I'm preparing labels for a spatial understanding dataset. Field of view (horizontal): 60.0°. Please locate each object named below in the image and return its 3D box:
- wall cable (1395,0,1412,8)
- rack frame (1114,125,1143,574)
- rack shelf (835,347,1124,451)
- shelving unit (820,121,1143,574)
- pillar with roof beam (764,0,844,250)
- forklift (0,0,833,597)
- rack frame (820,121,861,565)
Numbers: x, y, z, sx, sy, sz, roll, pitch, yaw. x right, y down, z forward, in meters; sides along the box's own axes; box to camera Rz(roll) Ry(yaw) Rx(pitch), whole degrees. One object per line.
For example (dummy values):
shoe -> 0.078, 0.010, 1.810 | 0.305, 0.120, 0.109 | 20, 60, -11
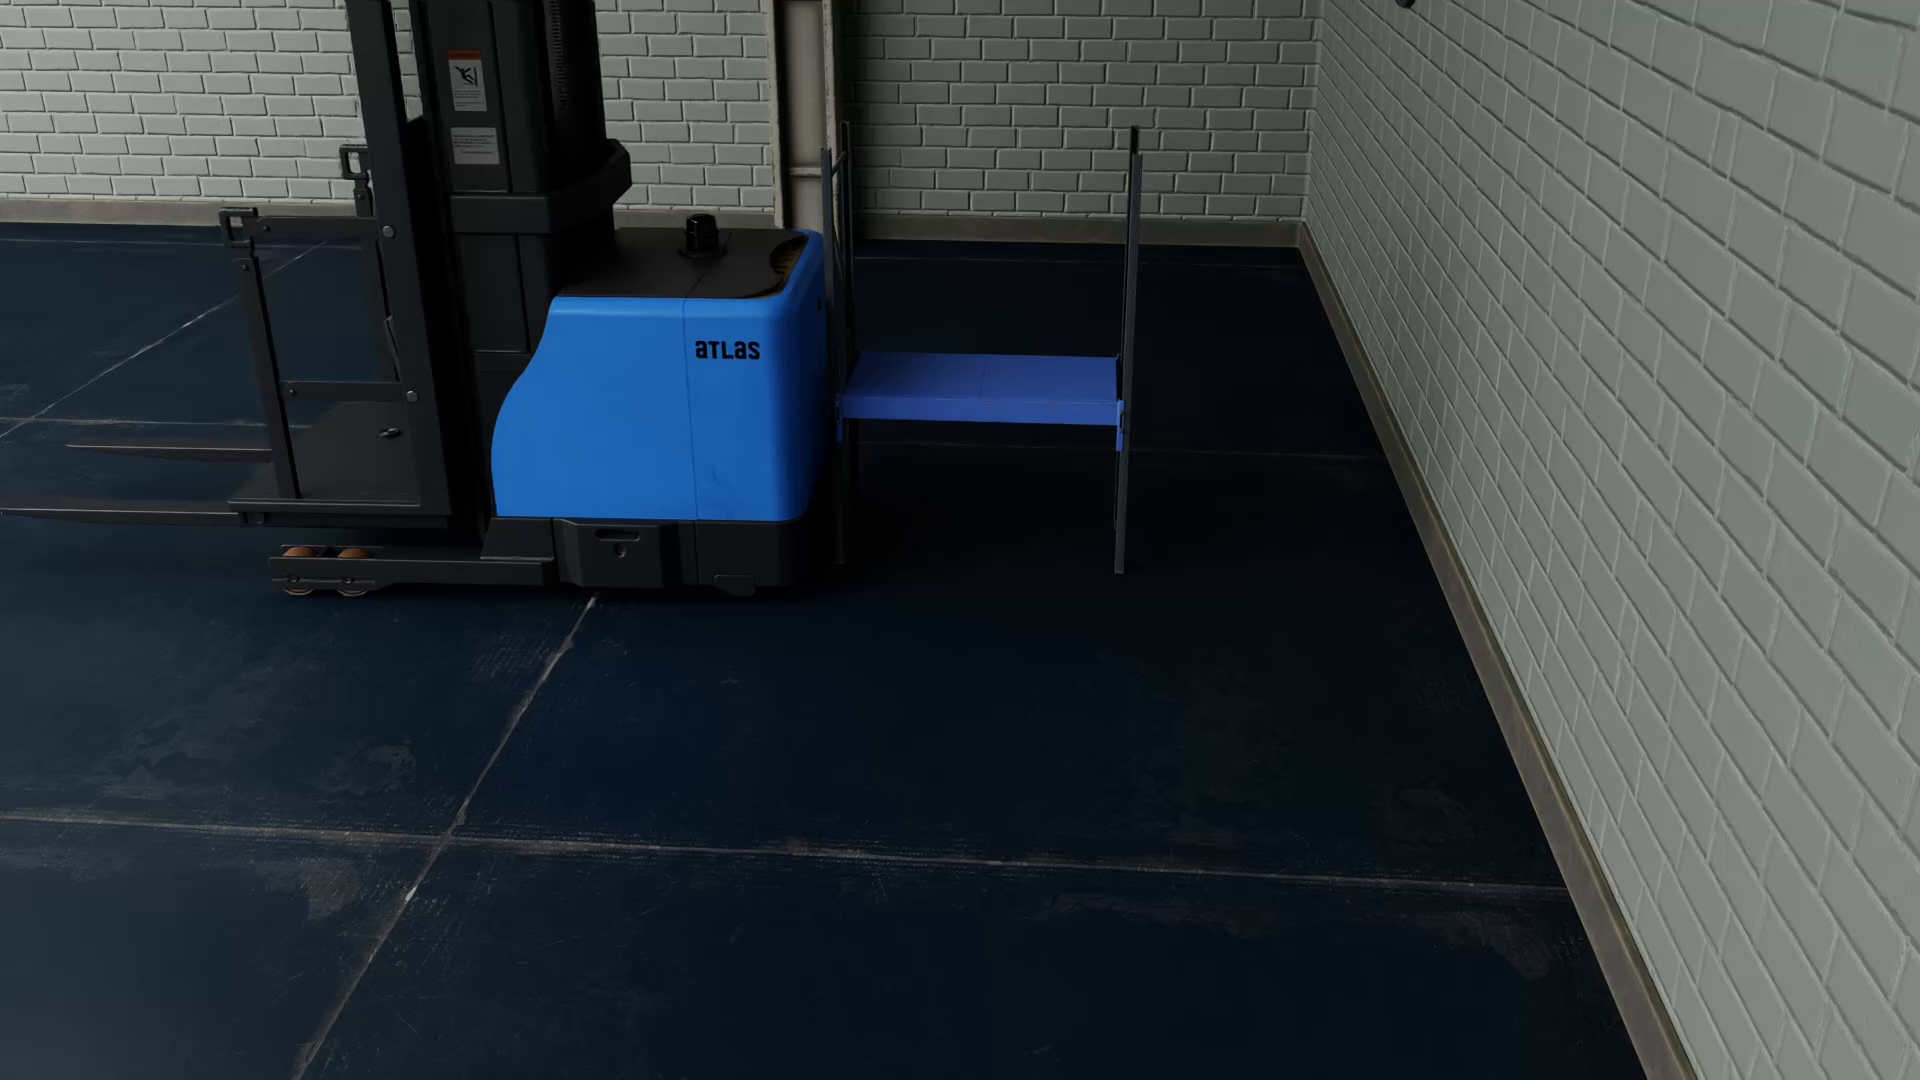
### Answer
wall cable -> 1.926, -3.858, 7.584 | 0.112, 2.526, 3.097 | 2, 25, 4
rack frame -> 0.592, -0.662, 5.895 | 0.032, 1.500, 0.500 | 2, 25, 4
rack shelf -> 0.085, -0.515, 6.006 | 1.000, 0.185, 0.538 | 2, 25, 4
shelving unit -> 0.085, -0.679, 5.931 | 1.048, 1.500, 0.538 | 2, 25, 4
pillar with roof beam -> -1.240, -4.120, 4.439 | 0.400, 9.000, 9.100 | 2, 25, 4
forklift -> -2.009, -1.353, 5.683 | 3.031, 2.935, 1.130 | 1, 25, 3
rack frame -> -0.422, -0.695, 5.966 | 0.032, 1.500, 0.500 | 2, 25, 4
